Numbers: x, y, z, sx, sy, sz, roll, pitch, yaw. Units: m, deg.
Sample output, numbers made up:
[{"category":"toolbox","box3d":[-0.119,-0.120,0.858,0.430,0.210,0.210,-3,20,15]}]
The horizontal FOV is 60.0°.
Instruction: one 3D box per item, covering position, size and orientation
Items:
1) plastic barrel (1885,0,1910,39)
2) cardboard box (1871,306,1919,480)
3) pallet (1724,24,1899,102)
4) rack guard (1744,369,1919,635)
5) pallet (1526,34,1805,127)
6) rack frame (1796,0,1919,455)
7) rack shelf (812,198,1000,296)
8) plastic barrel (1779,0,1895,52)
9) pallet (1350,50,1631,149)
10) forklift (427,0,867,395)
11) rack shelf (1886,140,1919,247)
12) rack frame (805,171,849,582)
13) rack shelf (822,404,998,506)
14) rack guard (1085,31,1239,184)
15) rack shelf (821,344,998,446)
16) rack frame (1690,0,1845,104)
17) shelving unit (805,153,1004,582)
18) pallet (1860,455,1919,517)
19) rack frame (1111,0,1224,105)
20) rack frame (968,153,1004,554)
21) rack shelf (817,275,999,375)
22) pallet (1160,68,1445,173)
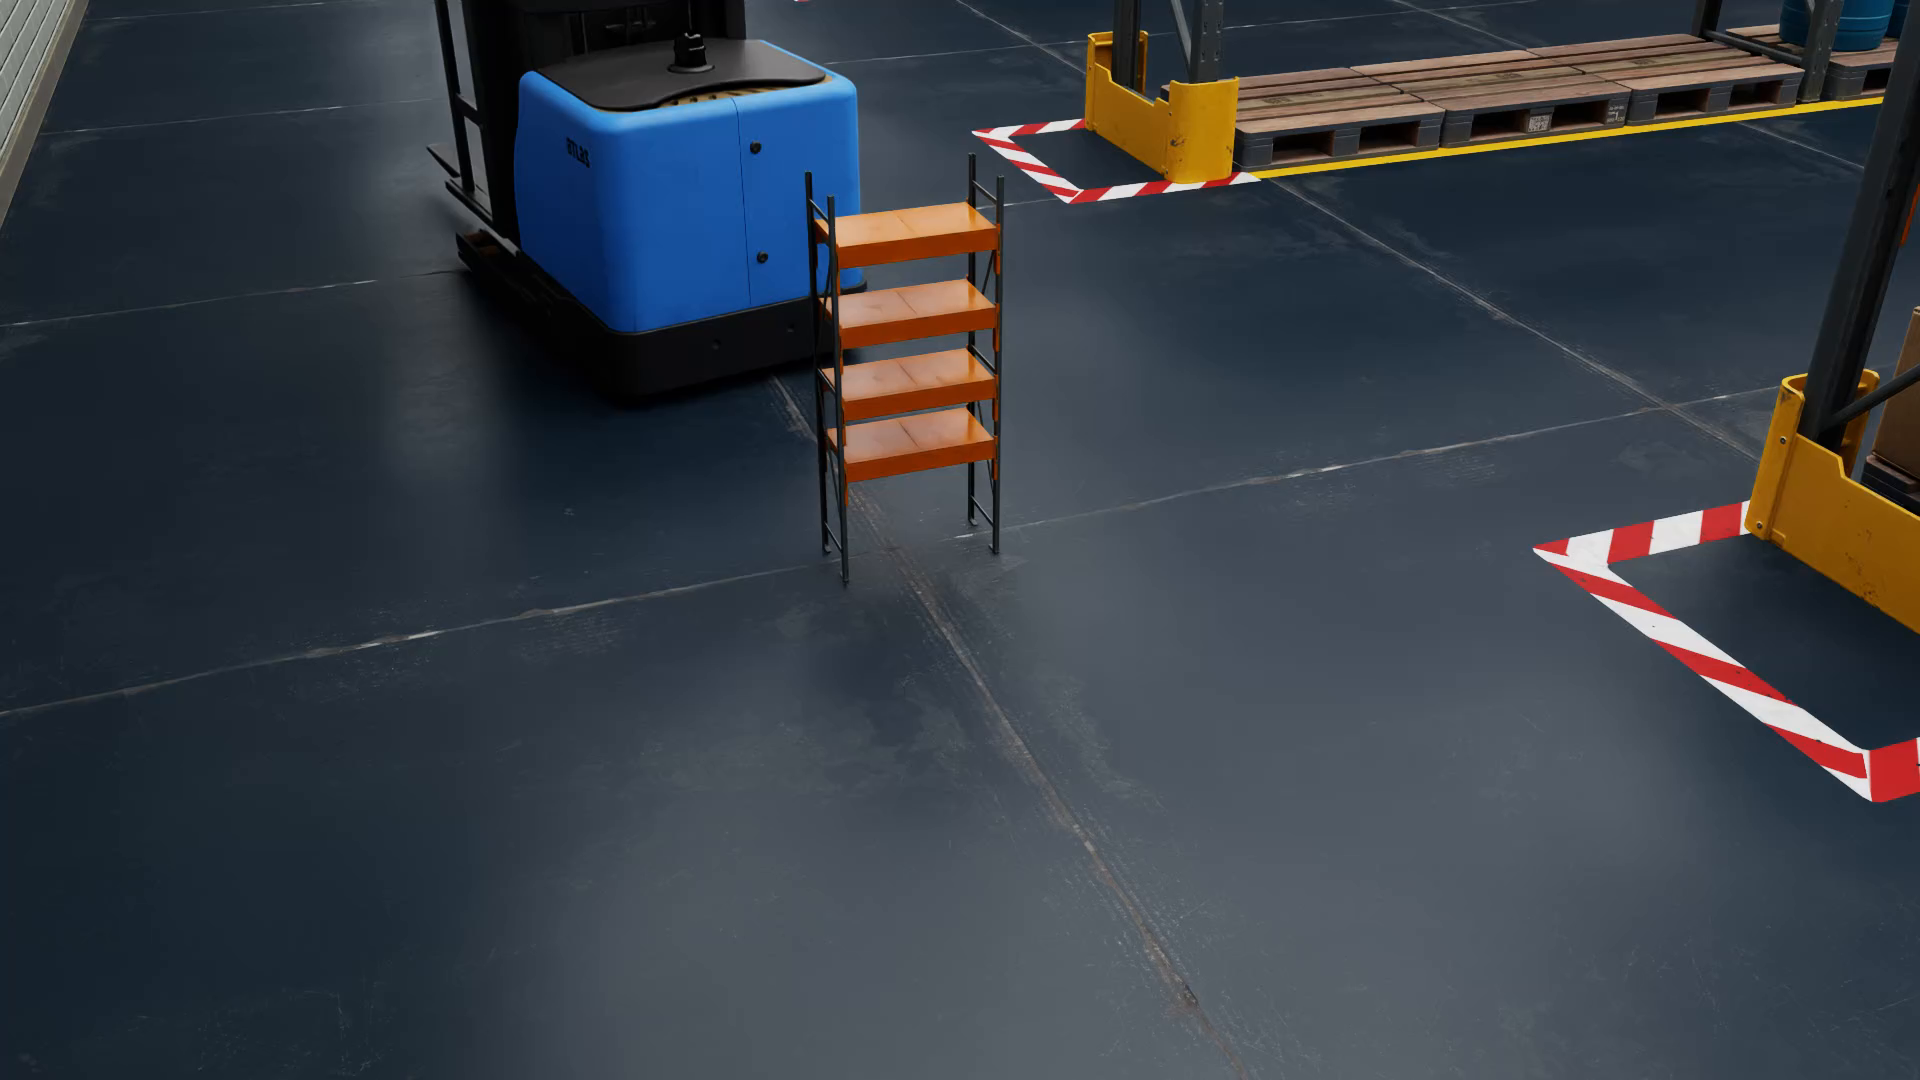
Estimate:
[{"category":"plastic barrel","box3d":[5.990,-3.573,10.186,0.708,0.901,0.600,-10,31,-18]},{"category":"cardboard box","box3d":[3.209,-0.418,5.034,0.500,0.500,0.500,-10,31,-18]},{"category":"pallet","box3d":[5.548,-2.996,10.296,1.213,0.211,1.003,-10,31,-18]},{"category":"rack guard","box3d":[2.857,-0.032,4.800,0.348,0.500,1.175,-10,31,-18]},{"category":"pallet","box3d":[4.135,-2.737,9.841,1.213,0.211,1.003,-10,31,-18]},{"category":"rack frame","box3d":[2.786,-1.105,4.159,0.127,3.000,1.000,-10,31,-18]},{"category":"rack shelf","box3d":[-0.155,-0.834,4.708,0.480,0.148,0.258,-10,31,-18]},{"category":"plastic barrel","box3d":[5.327,-3.451,9.972,0.708,0.901,0.600,-10,31,-18]},{"category":"pallet","box3d":[2.990,-2.525,9.468,1.213,0.211,1.003,-10,31,-18]},{"category":"forklift","box3d":[-1.558,-2.488,6.656,1.130,2.935,3.031,-17,34,-27]},{"category":"rack shelf","box3d":[4.660,-1.137,4.943,4.000,0.370,1.077,-10,31,-18]},{"category":"rack frame","box3d":[-0.384,-0.451,4.829,0.015,1.200,0.240,-10,31,-18]},{"category":"rack shelf","box3d":[-0.155,-0.262,5.034,0.480,0.148,0.258,-10,31,-18]},{"category":"rack guard","box3d":[1.044,-2.307,8.794,0.348,0.500,1.175,-10,31,-18]},{"category":"rack shelf","box3d":[-0.155,-0.434,4.936,0.480,0.148,0.258,-10,31,-18]},{"category":"rack frame","box3d":[4.811,-4.094,9.405,0.127,3.000,1.000,-10,31,-18]},{"category":"shelving unit","box3d":[-0.155,-0.493,4.903,0.503,1.200,0.258,-10,31,-18]},{"category":"pallet","box3d":[3.604,-0.044,5.114,1.213,0.211,1.003,-10,31,-18]},{"category":"rack frame","box3d":[1.062,-3.403,8.194,0.127,3.000,1.000,-10,31,-18]},{"category":"rack frame","box3d":[0.074,-0.535,4.977,0.015,1.200,0.240,-10,31,-18]},{"category":"rack shelf","box3d":[-0.155,-0.629,4.825,0.480,0.148,0.258,-10,31,-18]},{"category":"pallet","box3d":[1.848,-2.316,9.102,1.213,0.211,1.003,-10,31,-18]}]
